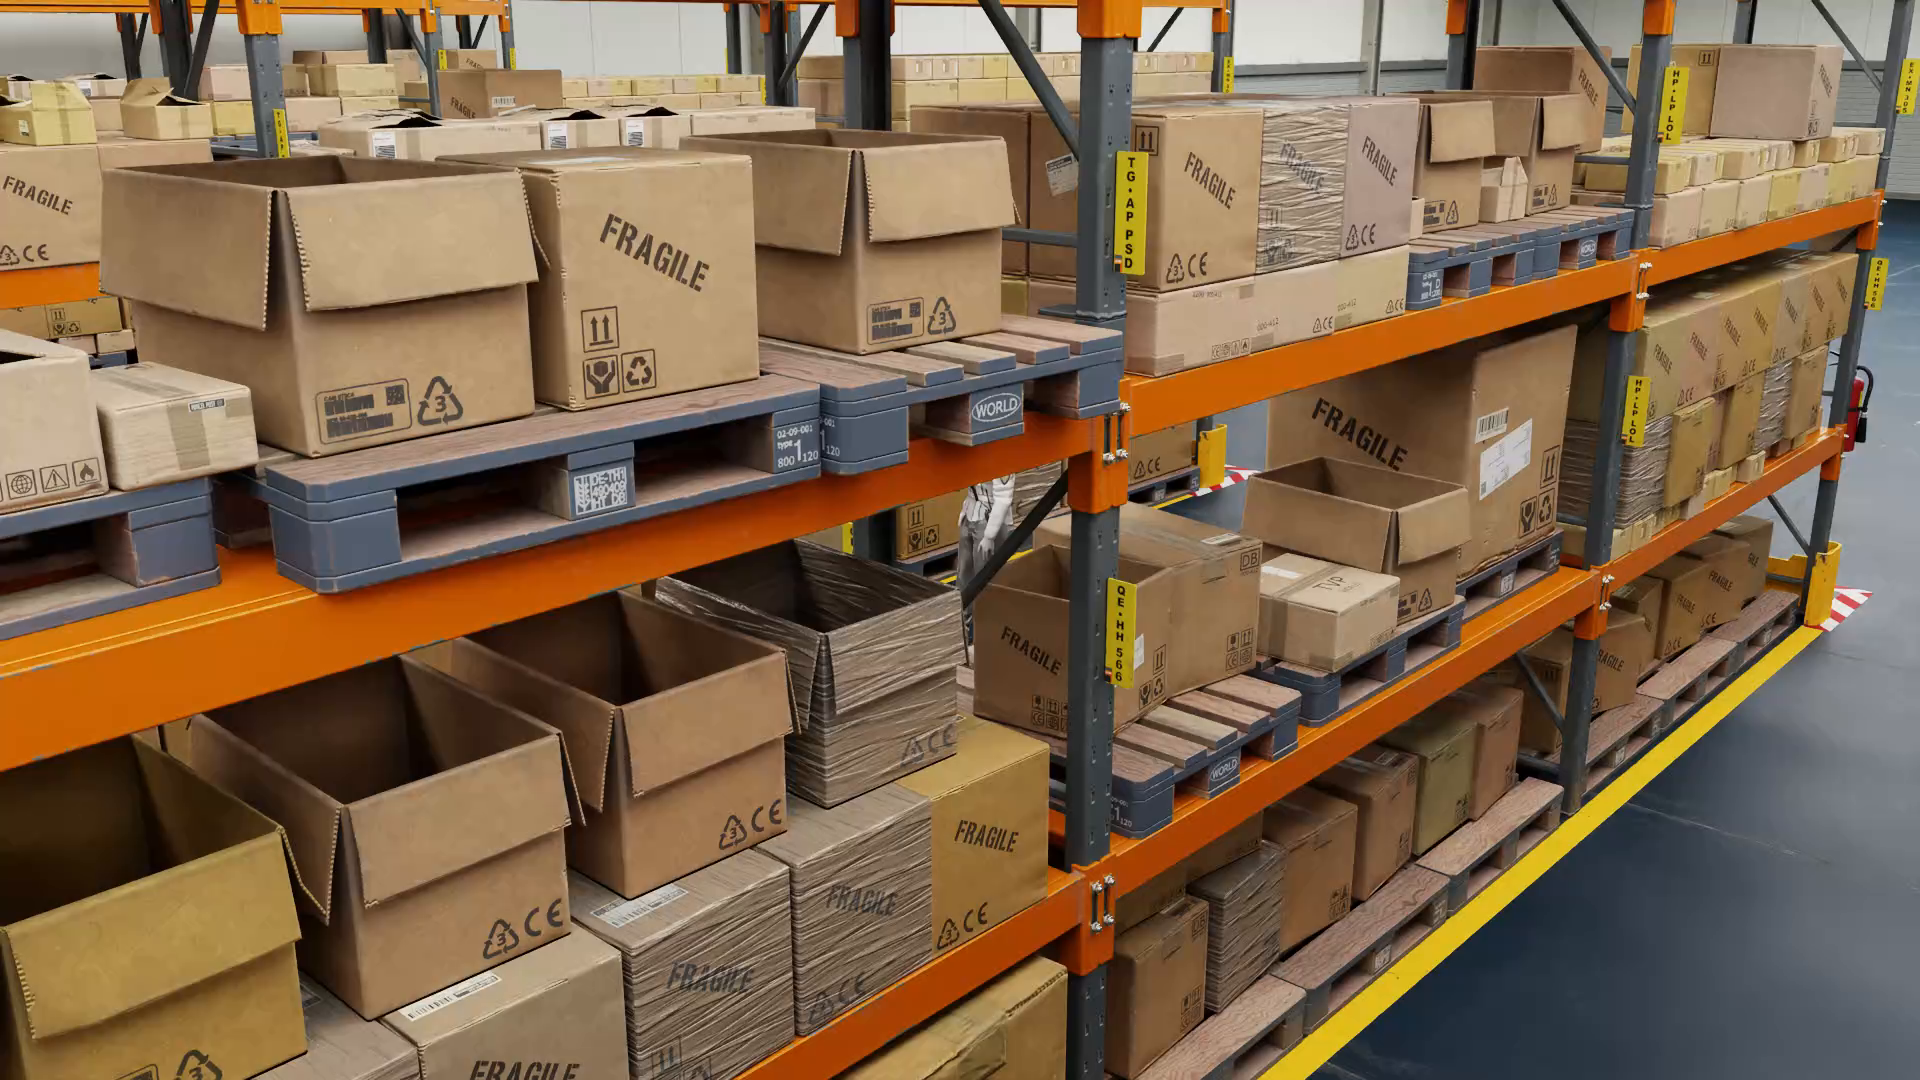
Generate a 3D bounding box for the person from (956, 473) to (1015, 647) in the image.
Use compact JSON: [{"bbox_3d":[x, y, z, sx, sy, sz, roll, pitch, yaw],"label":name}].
[{"bbox_3d":[0.088,-0.083,10.228,0.532,1.696,0.588,-5,18,-15],"label":"person"}]
